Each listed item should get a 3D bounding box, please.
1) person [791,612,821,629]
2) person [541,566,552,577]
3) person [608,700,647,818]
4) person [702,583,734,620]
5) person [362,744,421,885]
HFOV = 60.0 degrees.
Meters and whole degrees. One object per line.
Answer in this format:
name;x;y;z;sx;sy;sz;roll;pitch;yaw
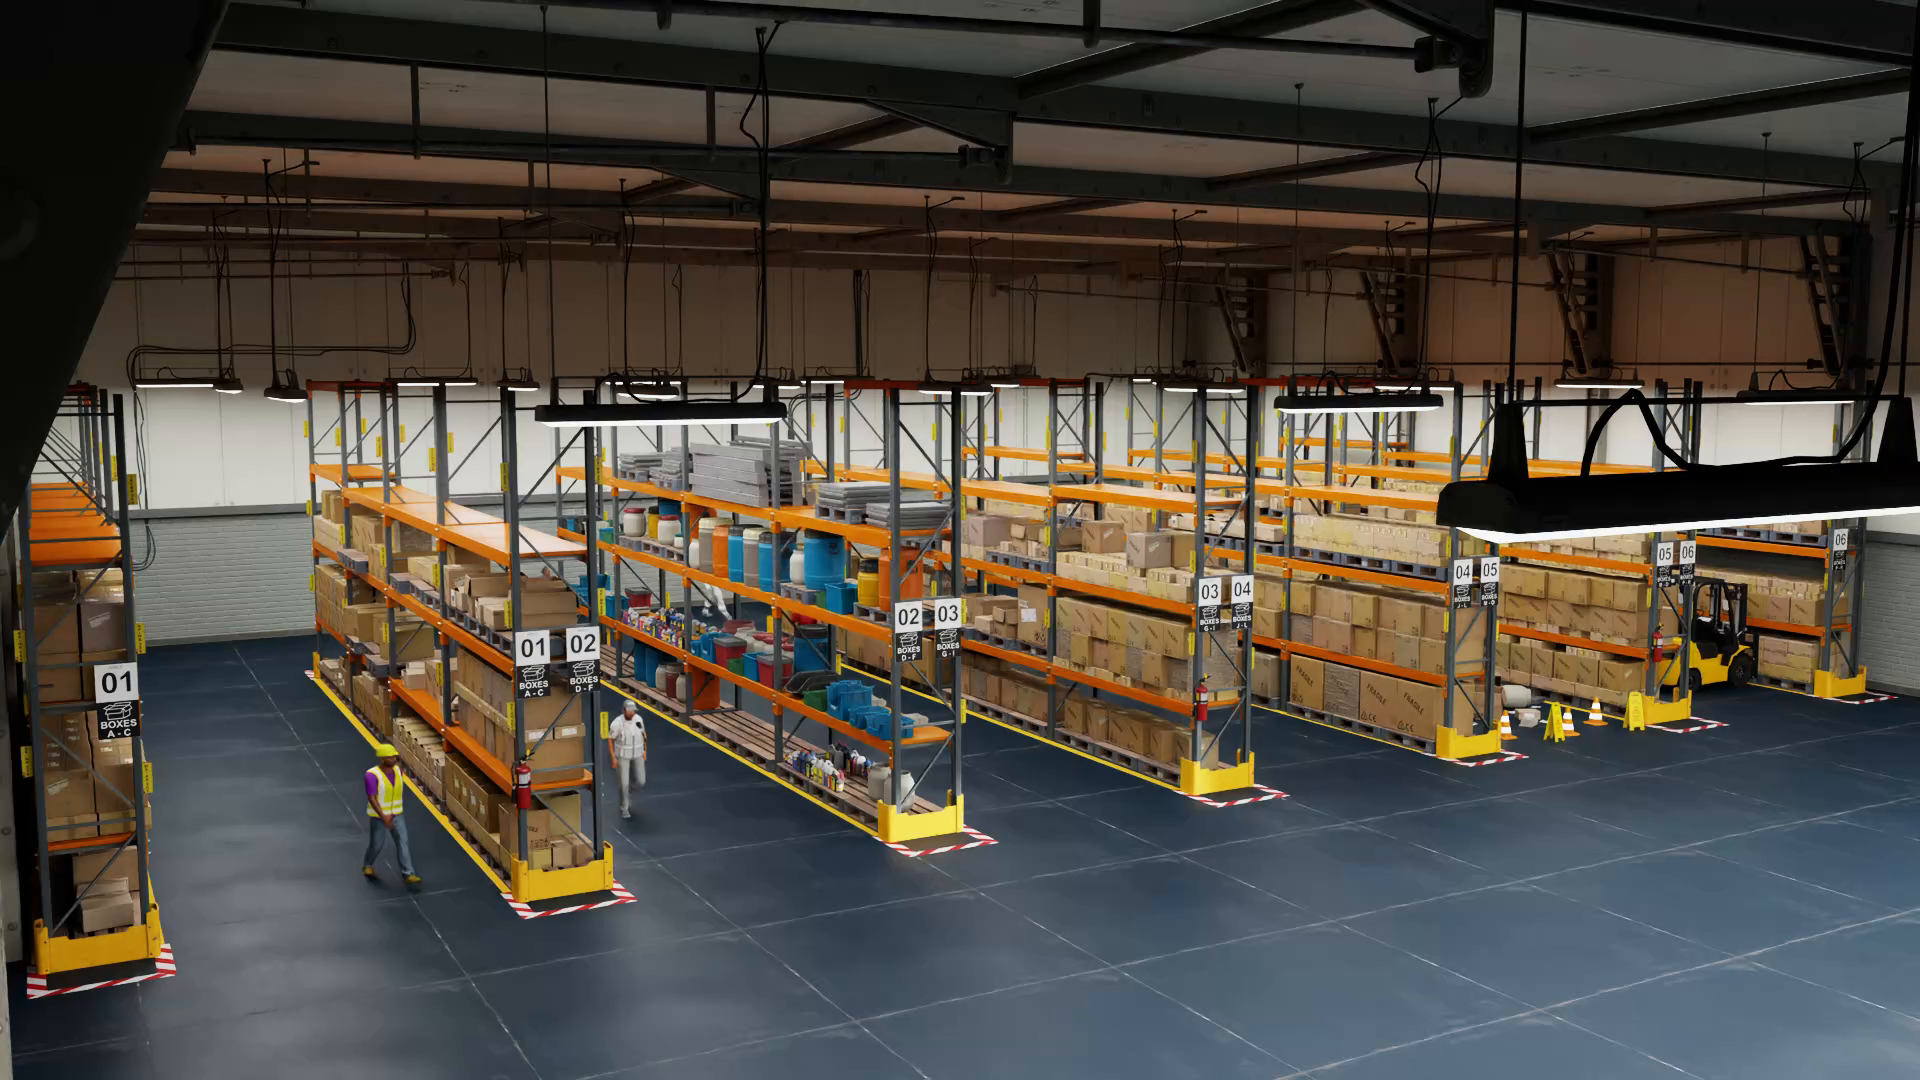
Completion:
person;-3.104;1.936;33.731;0.664;1.641;0.741;-1;6;-13
person;-9.758;1.397;38.880;1.031;1.600;0.440;-1;6;-5
person;-4.691;3.041;23.415;0.571;1.647;0.592;-4;7;-33
person;-5.961;1.077;41.046;1.102;1.719;0.548;3;7;27
person;-6.935;3.332;20.243;1.105;1.690;0.547;5;8;42
